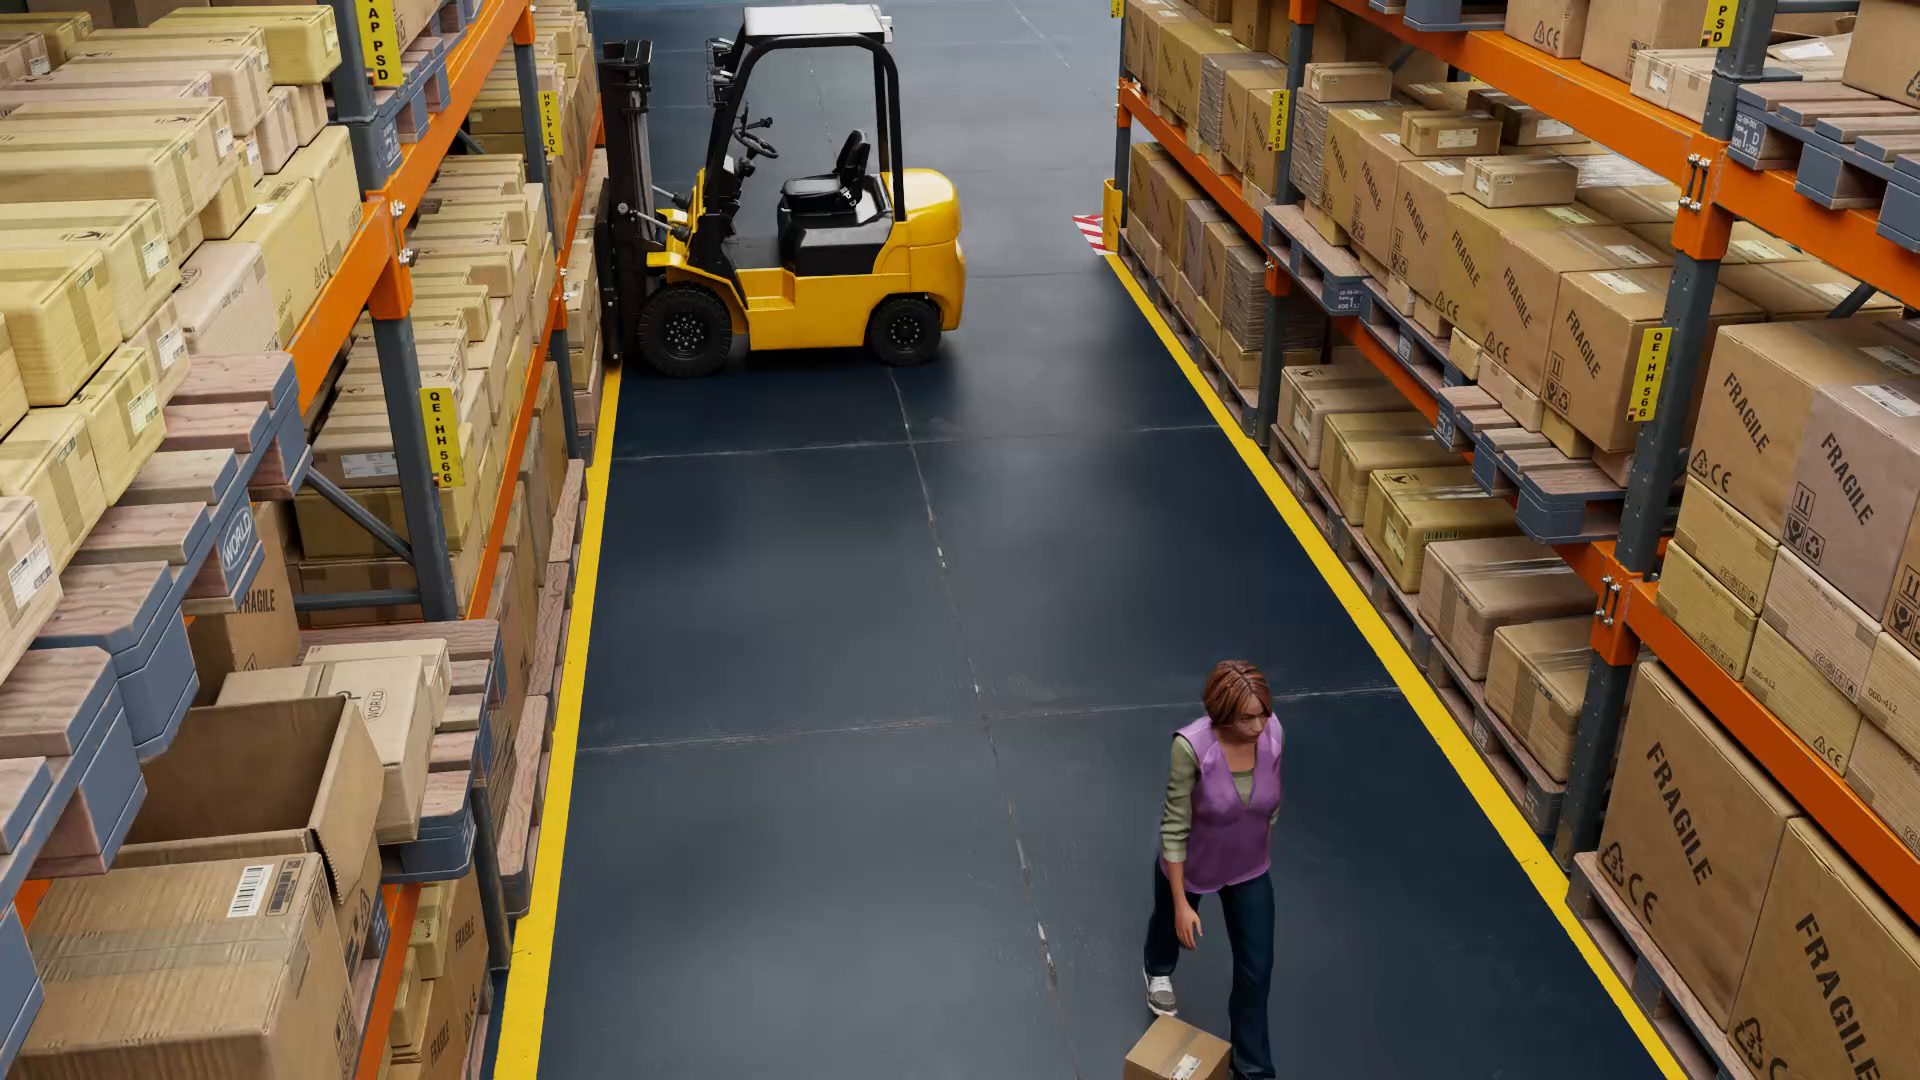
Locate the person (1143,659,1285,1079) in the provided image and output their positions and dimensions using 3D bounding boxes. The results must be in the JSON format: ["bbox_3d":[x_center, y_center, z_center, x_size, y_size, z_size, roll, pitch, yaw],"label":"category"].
[{"bbox_3d":[0.803,1.036,5.152,0.436,1.575,0.880,-5,28,-10],"label":"person"}]
